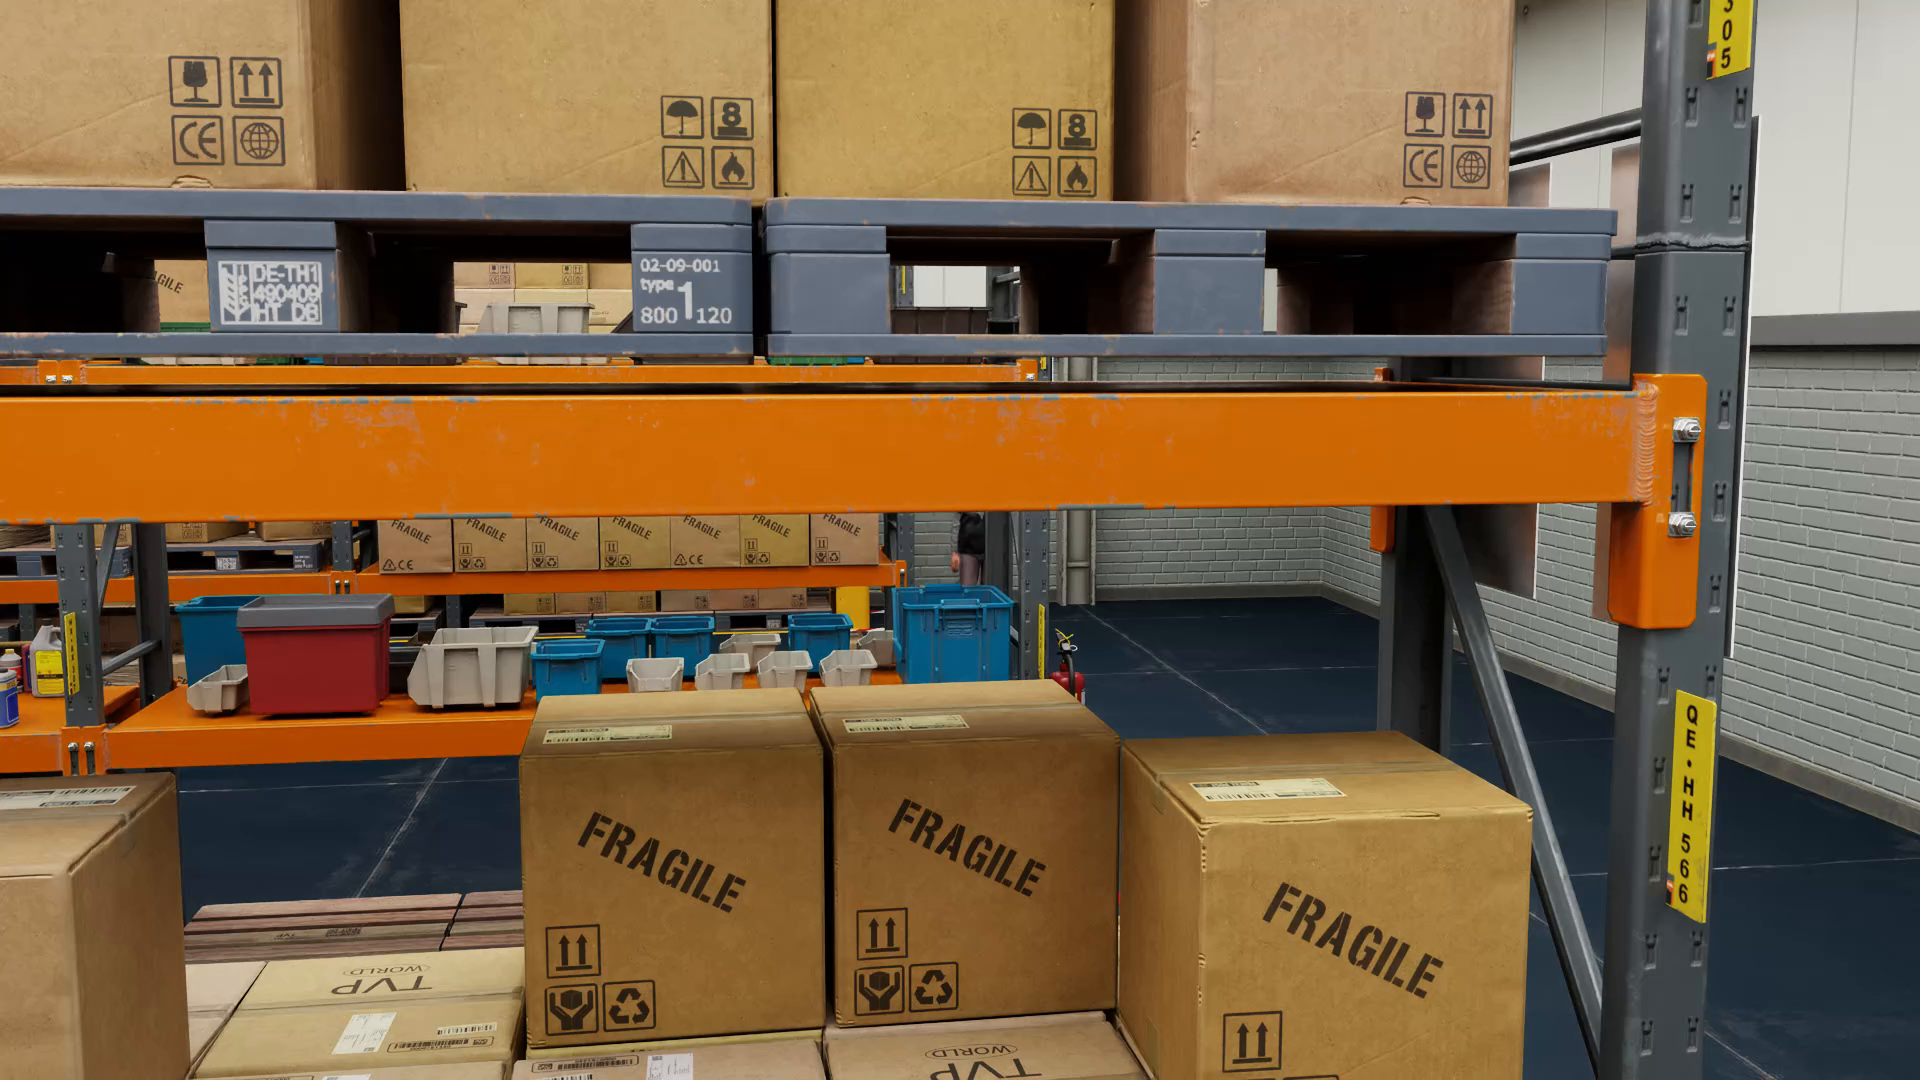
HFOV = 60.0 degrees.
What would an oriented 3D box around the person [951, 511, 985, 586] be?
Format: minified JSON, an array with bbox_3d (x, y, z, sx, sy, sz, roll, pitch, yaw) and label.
[{"bbox_3d":[0.207,0.223,16.044,0.564,1.658,0.458,-1,7,-9],"label":"person"}]
